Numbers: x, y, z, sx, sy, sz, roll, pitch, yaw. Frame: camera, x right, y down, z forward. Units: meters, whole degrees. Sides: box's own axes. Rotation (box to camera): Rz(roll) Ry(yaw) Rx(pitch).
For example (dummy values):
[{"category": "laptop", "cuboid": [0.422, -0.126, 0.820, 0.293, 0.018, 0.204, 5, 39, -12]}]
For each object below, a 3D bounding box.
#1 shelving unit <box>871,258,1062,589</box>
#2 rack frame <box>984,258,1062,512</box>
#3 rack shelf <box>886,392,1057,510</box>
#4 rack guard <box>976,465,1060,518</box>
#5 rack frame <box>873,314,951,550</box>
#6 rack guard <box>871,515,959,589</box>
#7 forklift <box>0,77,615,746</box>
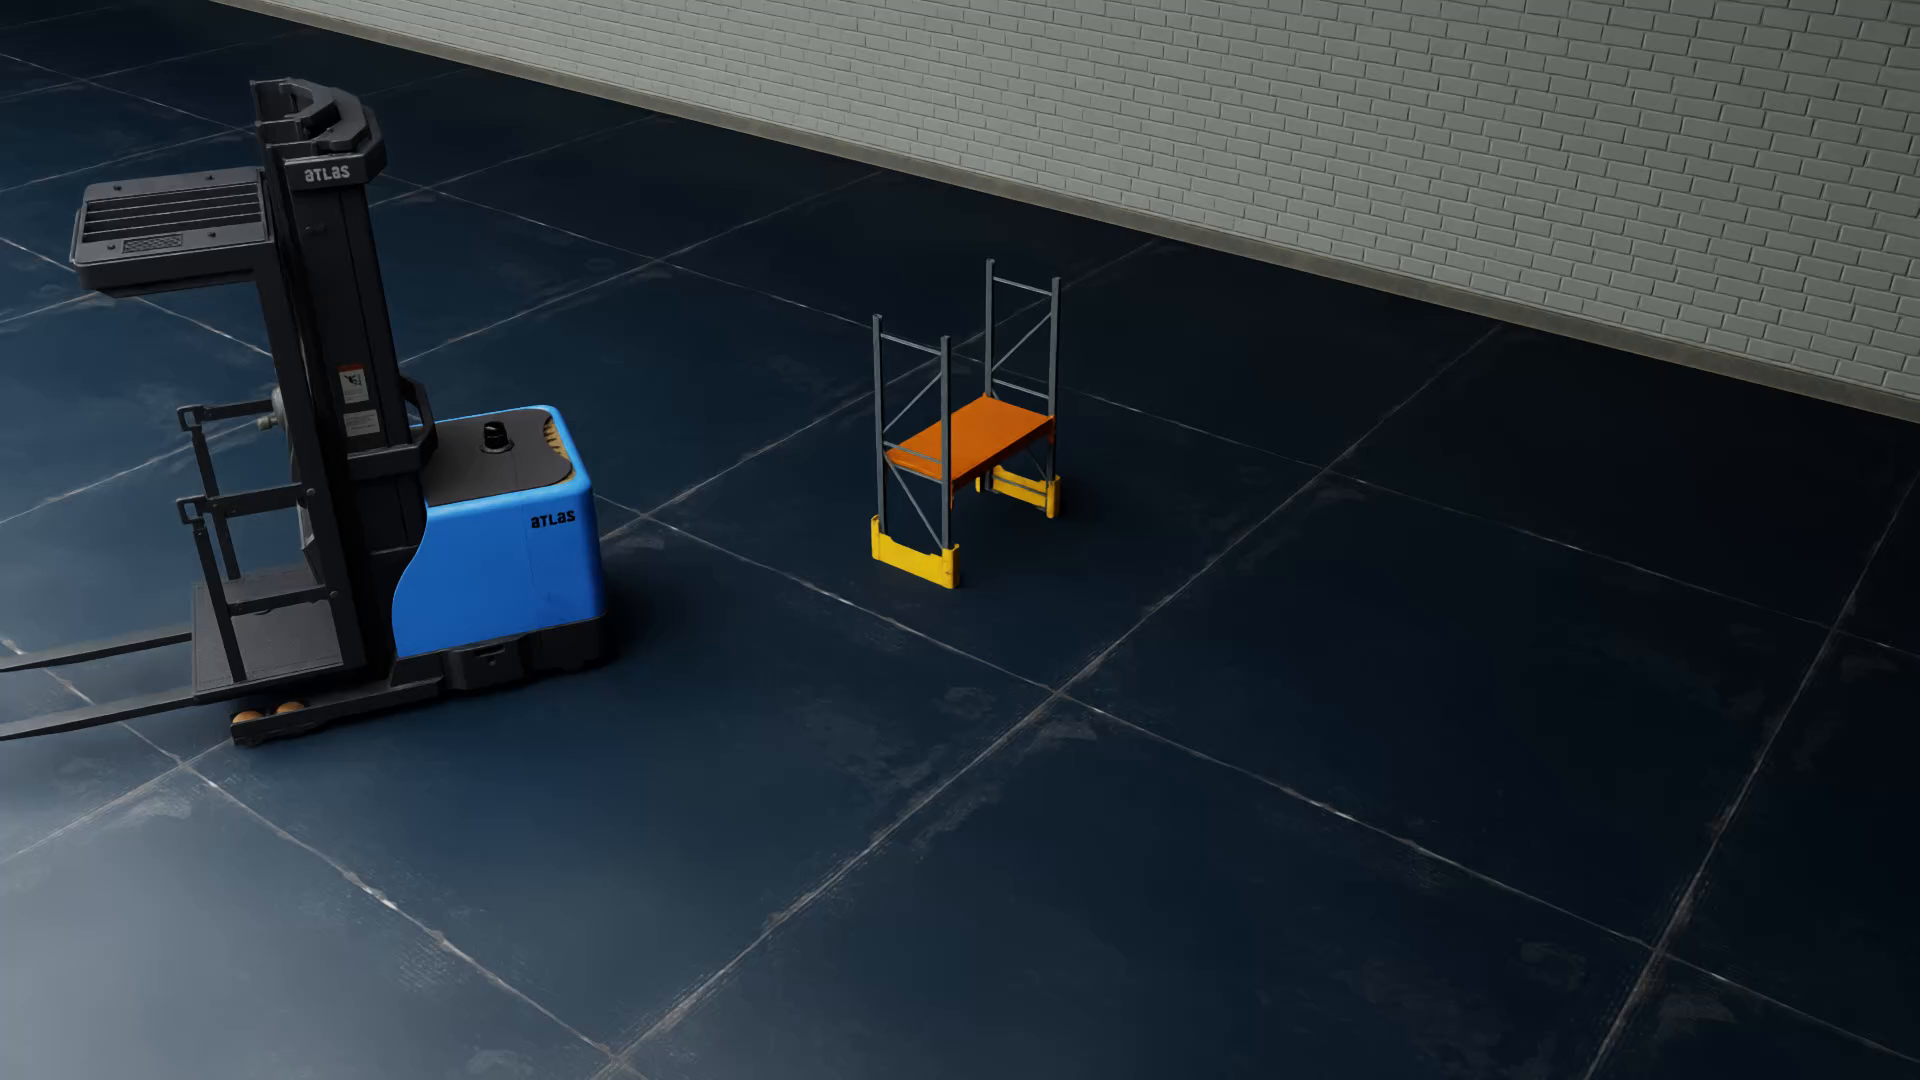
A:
[{"category": "shelving unit", "cuboid": [0.046, -0.676, 9.420, 0.587, 1.500, 1.083, 21, 37, 31]}, {"category": "rack frame", "cuboid": [0.358, -0.887, 9.775, 0.500, 1.500, 0.032, 21, 37, 31]}, {"category": "rack shelf", "cuboid": [0.051, -0.525, 9.518, 0.538, 0.185, 1.000, 21, 37, 31]}, {"category": "rack guard", "cuboid": [0.347, -0.341, 10.080, 0.587, 0.250, 0.087, 21, 37, 31]}, {"category": "rack frame", "cuboid": [-0.255, -0.473, 9.077, 0.500, 1.500, 0.032, 21, 37, 31]}, {"category": "rack guard", "cuboid": [-0.255, 0.064, 9.397, 0.587, 0.250, 0.087, 21, 37, 31]}, {"category": "forklift", "cuboid": [-3.367, -0.569, 7.835, 3.031, 2.935, 1.130, -12, 33, -19]}]
